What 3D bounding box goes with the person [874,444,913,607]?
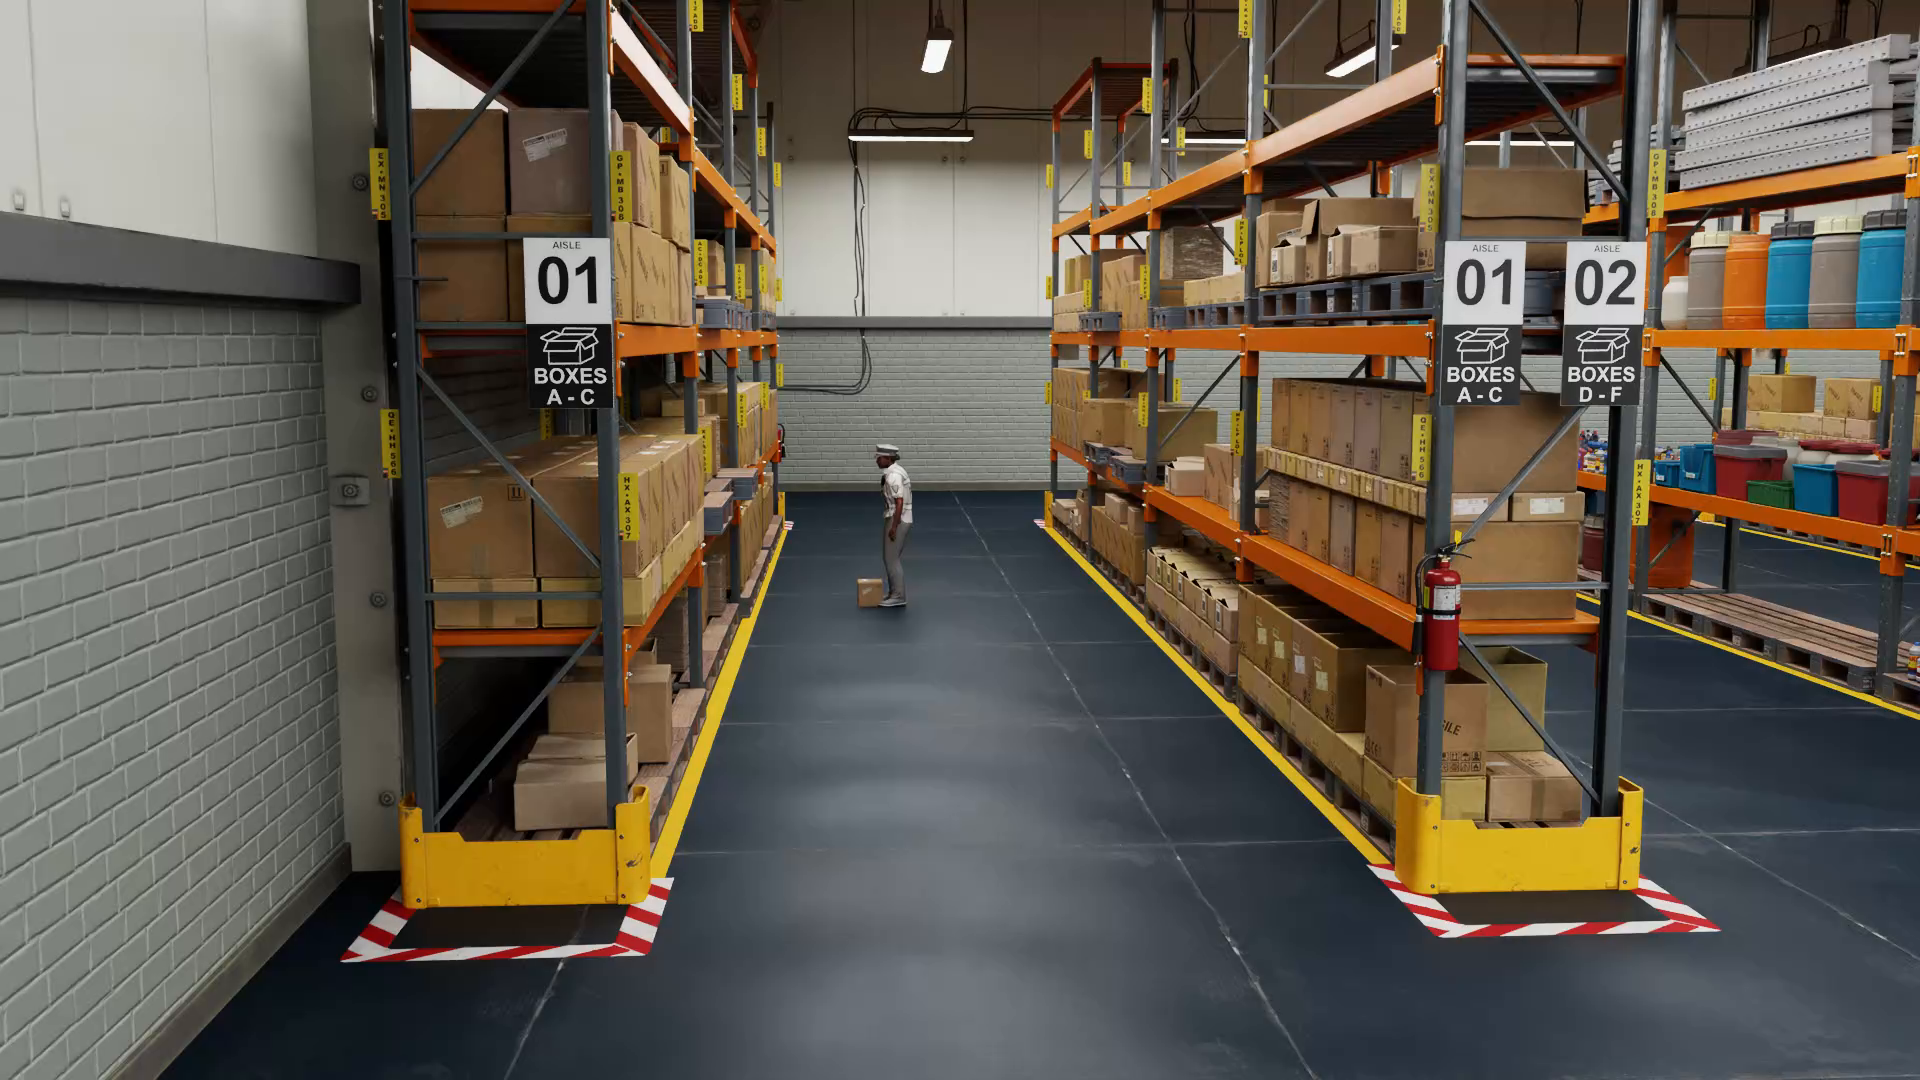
[{"bbox_3d":[-0.688,-0.158,17.053,0.395,1.658,0.524,-1,7,-7],"label":"person"}]
